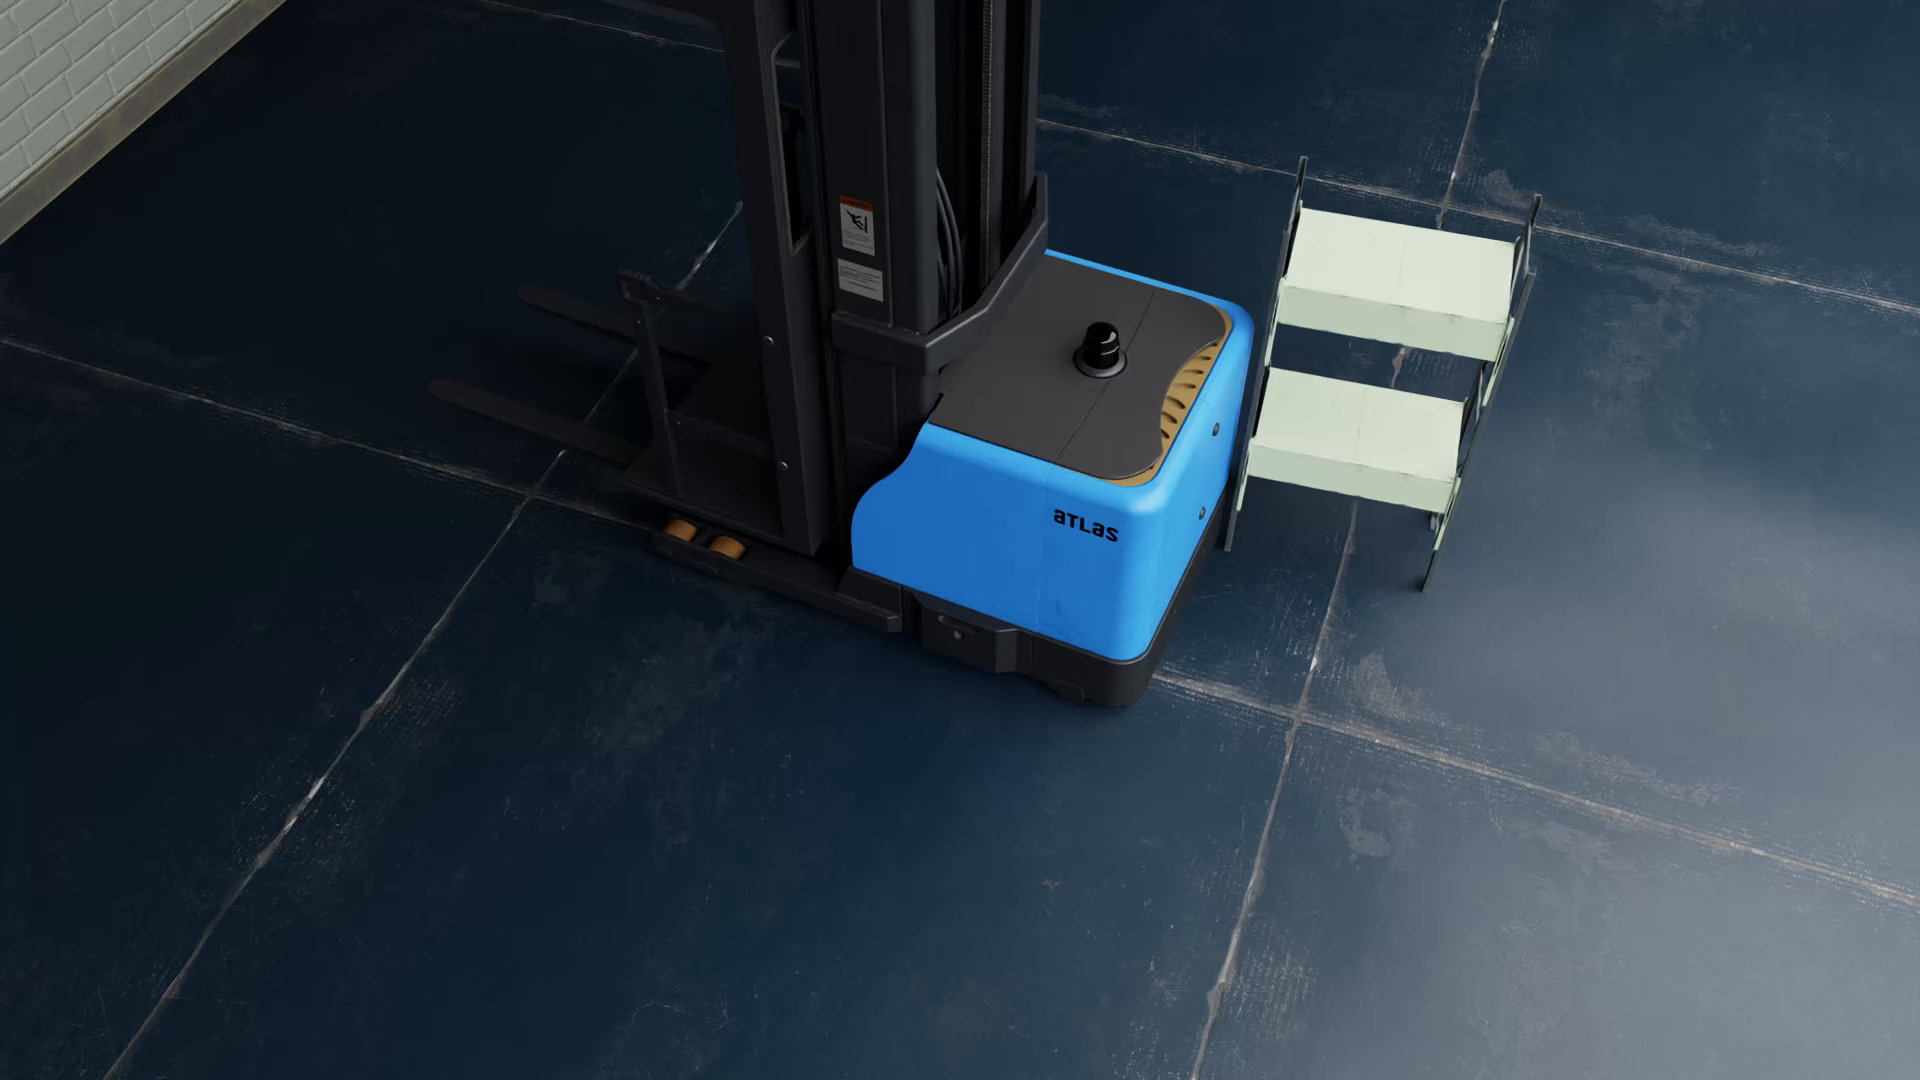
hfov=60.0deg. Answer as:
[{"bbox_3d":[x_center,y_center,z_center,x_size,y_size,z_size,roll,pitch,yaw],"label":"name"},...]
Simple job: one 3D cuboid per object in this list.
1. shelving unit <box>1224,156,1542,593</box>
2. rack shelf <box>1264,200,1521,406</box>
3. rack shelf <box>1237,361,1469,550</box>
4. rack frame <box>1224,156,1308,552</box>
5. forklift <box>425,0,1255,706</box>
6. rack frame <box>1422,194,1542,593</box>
[{"bbox_3d":[1.403,-0.519,5.707,0.755,1.500,0.431,12,50,10],"label":"shelving unit"},{"bbox_3d":[1.403,-0.775,5.412,0.720,0.370,0.431,12,50,10],"label":"rack shelf"},{"bbox_3d":[1.402,-0.306,5.953,0.720,0.370,0.431,12,50,10],"label":"rack shelf"},{"bbox_3d":[1.050,-0.593,5.771,0.023,1.500,0.400,12,50,10],"label":"rack frame"},{"bbox_3d":[-0.570,-1.157,5.313,3.031,2.935,1.130,19,52,16],"label":"forklift"},{"bbox_3d":[1.756,-0.445,5.644,0.023,1.500,0.400,12,50,10],"label":"rack frame"}]
